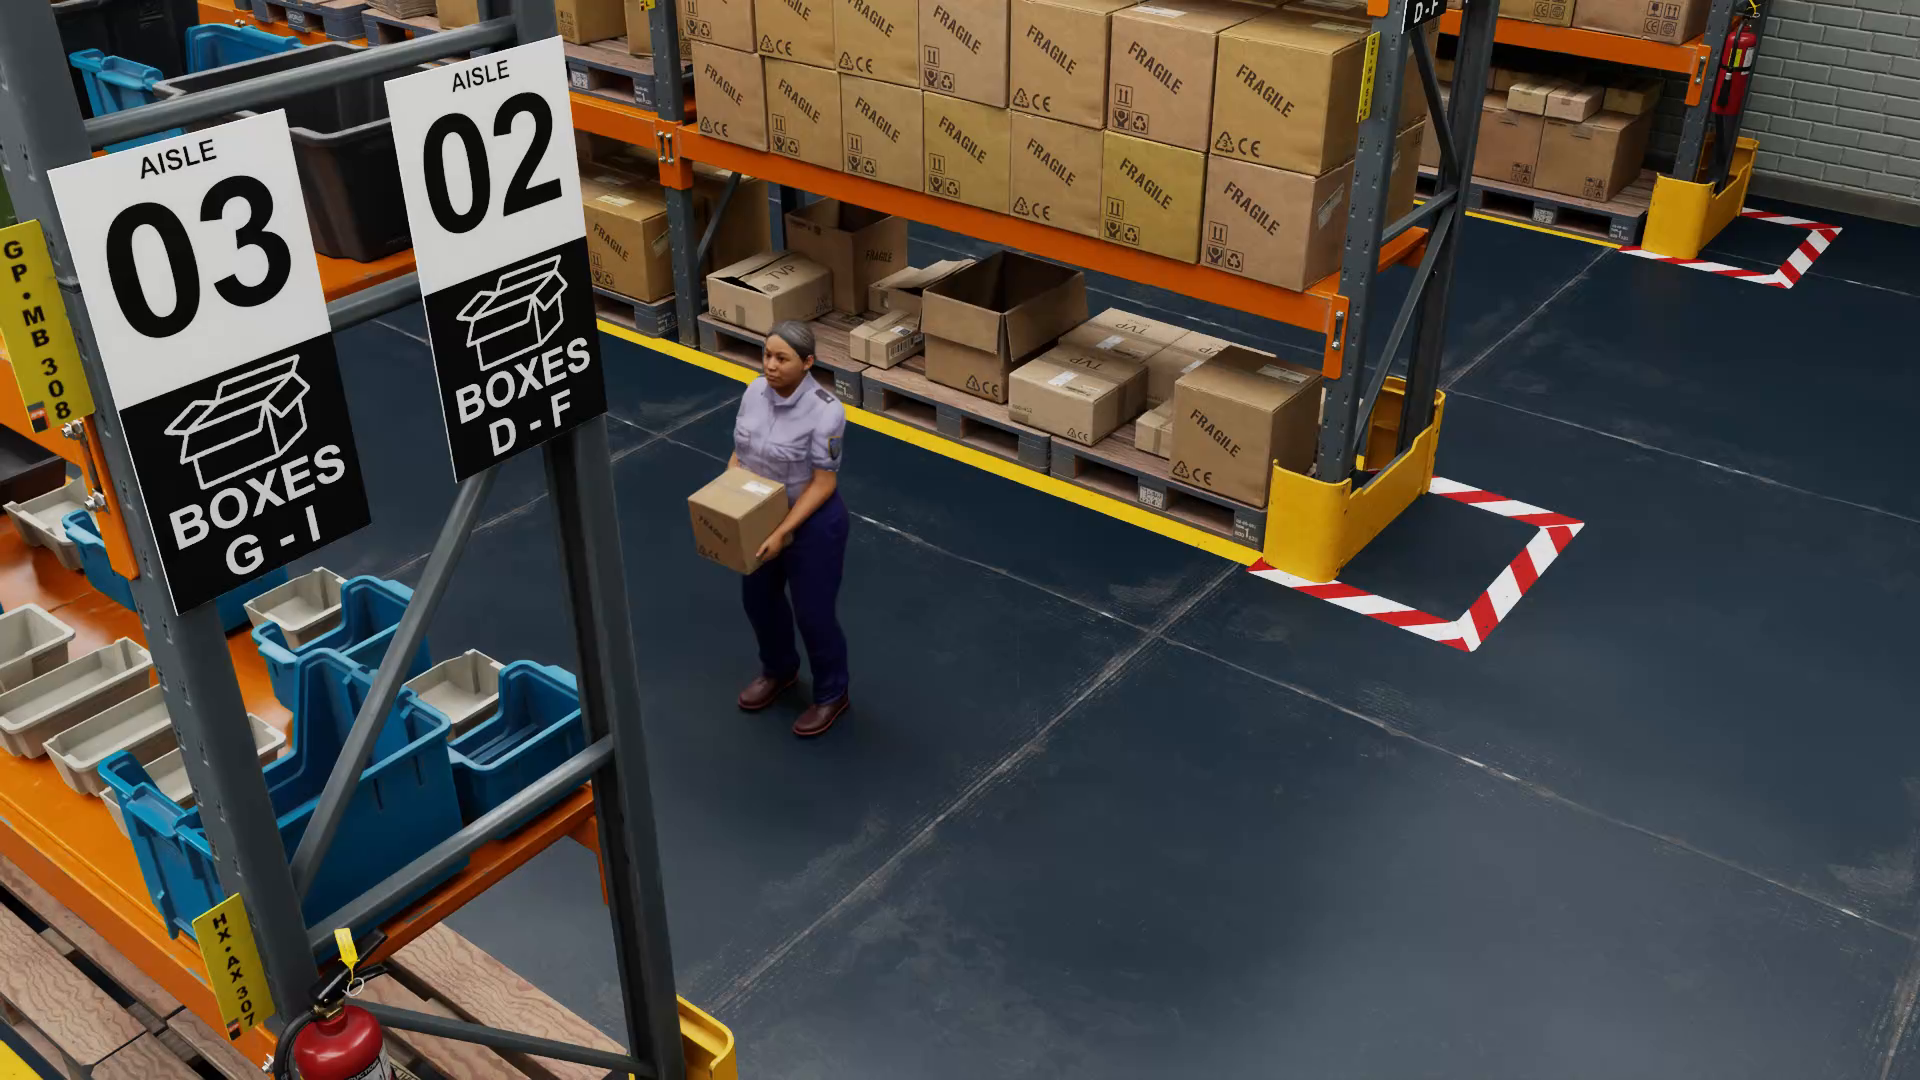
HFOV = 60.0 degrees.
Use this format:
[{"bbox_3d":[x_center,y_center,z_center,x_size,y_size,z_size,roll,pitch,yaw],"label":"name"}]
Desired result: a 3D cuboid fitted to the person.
[{"bbox_3d":[-0.674,-0.020,6.179,0.471,1.647,0.511,21,37,31],"label":"person"}]
